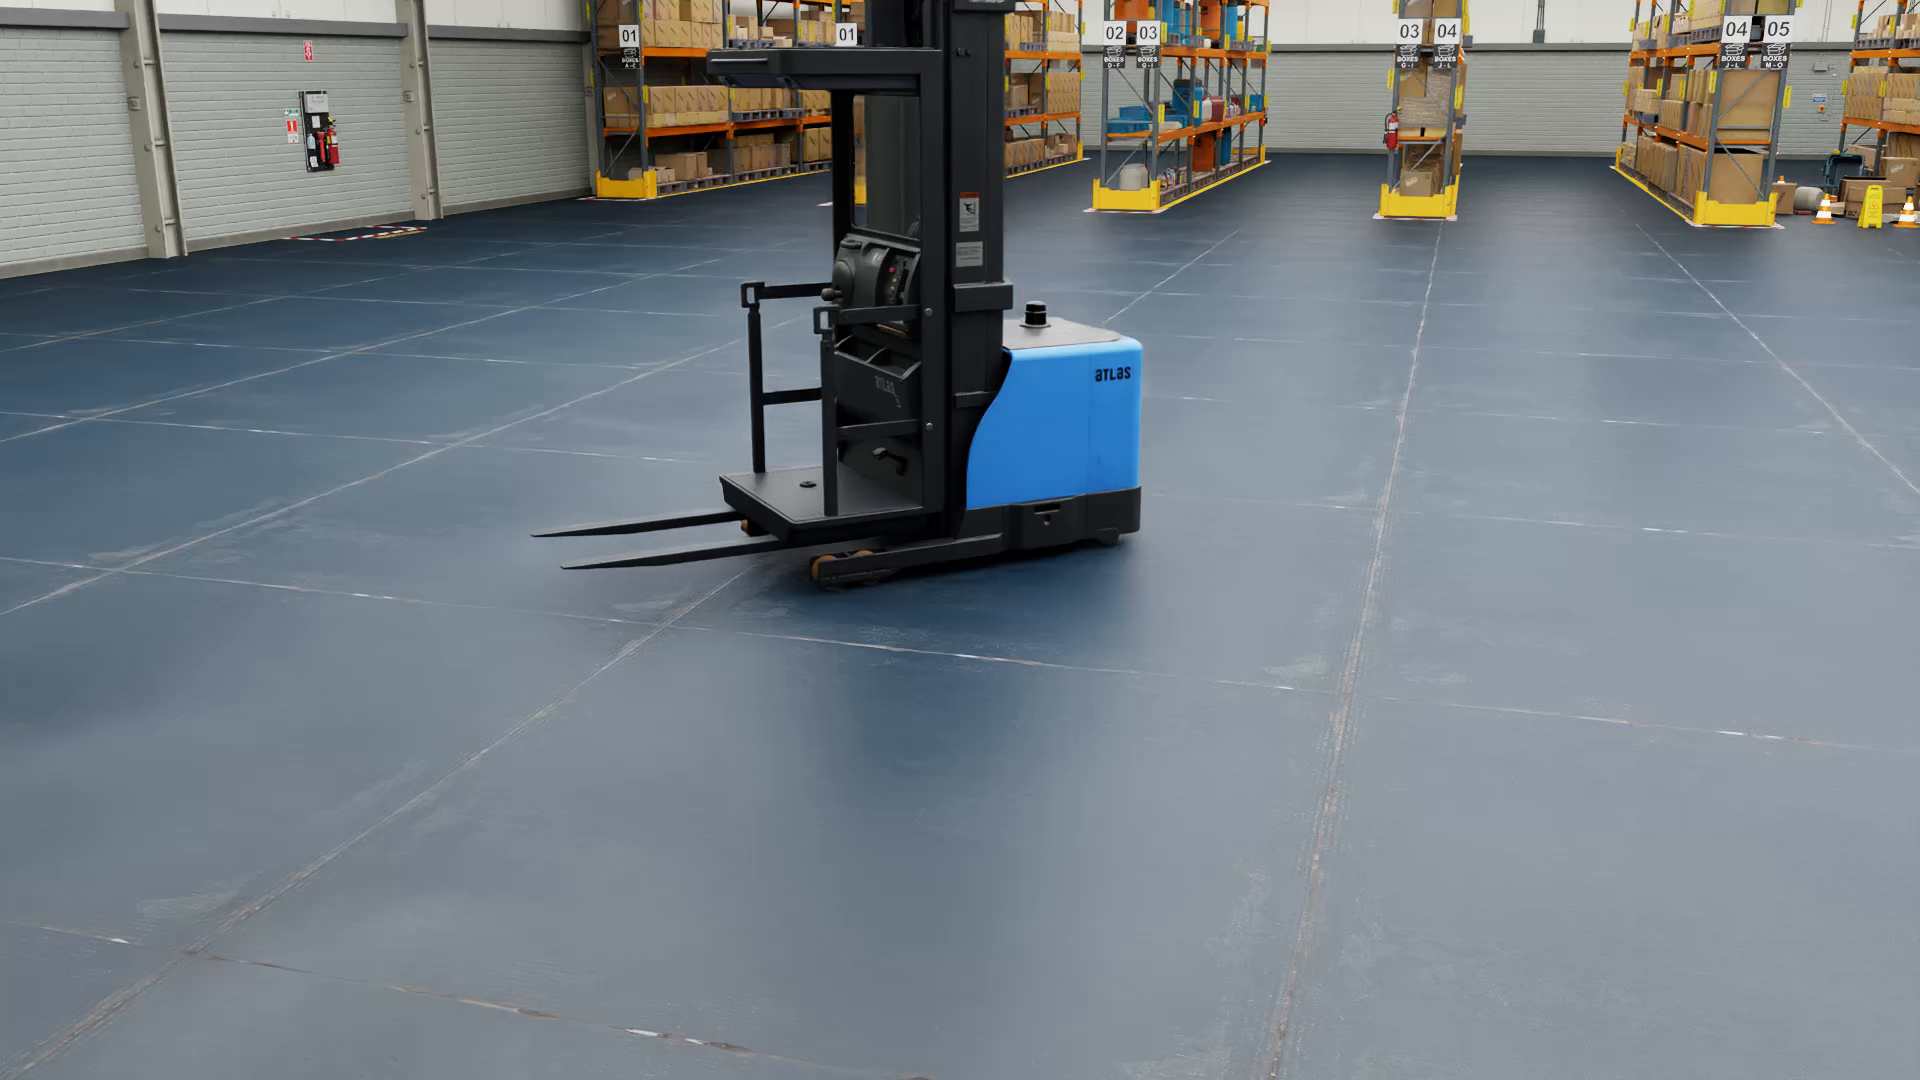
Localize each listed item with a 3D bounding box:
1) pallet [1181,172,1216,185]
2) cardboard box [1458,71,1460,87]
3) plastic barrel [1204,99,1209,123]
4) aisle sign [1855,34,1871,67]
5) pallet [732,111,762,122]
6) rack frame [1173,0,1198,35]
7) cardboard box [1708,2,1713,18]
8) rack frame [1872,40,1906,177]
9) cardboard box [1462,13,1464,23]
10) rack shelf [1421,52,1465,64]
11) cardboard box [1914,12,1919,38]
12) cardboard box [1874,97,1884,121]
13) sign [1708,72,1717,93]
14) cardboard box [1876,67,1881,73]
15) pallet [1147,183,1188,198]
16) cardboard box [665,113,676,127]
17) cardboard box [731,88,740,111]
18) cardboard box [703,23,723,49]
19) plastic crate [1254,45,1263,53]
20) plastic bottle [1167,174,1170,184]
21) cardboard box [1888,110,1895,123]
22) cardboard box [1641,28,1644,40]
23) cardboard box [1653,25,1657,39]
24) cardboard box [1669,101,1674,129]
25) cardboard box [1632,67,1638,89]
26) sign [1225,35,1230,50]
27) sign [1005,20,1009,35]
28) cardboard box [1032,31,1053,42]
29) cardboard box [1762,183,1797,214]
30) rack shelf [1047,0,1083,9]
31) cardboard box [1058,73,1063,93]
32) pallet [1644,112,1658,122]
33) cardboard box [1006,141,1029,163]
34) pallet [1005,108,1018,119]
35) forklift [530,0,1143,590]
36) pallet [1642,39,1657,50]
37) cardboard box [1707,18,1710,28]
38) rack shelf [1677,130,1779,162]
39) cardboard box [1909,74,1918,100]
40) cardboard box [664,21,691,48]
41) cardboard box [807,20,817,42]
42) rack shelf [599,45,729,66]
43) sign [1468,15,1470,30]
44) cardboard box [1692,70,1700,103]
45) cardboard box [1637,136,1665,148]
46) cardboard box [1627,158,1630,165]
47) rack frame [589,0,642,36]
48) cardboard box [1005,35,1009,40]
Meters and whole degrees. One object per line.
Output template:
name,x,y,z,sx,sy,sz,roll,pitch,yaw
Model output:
pallet,5.004,-7.893,36.271,1.003,0.211,1.213,5,16,16
cardboard box,8.725,-8.275,29.948,0.500,0.500,0.500,5,16,16
plastic barrel,5.054,-9.092,35.184,0.421,0.512,0.421,0,16,0
aisle sign,21.527,-11.667,39.701,0.394,0.787,0.004,5,16,16
pallet,-5.018,-9.253,36.305,1.003,0.211,1.213,5,16,16
rack frame,4.124,-11.274,32.087,1.000,3.000,0.127,5,16,16
cardboard box,12.621,-8.722,27.364,0.500,0.250,0.500,5,16,16
rack frame,20.648,-9.328,36.221,1.000,3.000,0.127,5,16,16
cardboard box,8.990,-9.741,30.535,0.500,0.500,0.500,4,16,14
rack shelf,11.715,-11.717,40.464,1.077,0.370,4.000,5,16,16
cardboard box,19.734,-10.459,33.756,0.500,0.500,0.500,5,17,16
cardboard box,20.535,-9.518,36.705,0.500,0.500,0.500,5,17,16
sign,11.947,-7.263,26.383,0.100,0.325,0.005,5,16,16
cardboard box,20.781,-10.536,37.273,0.380,0.149,0.250,4,16,15
pallet,3.893,-6.874,32.678,1.003,0.211,1.213,5,16,16
cardboard box,-5.934,-8.287,32.788,0.500,0.250,0.500,4,16,14
cardboard box,-5.197,-9.547,36.000,0.700,0.500,0.500,5,16,16
cardboard box,-5.282,-10.505,34.652,0.500,0.500,0.500,5,17,17
plastic crate,7.528,-12.588,42.606,0.450,0.188,0.336,5,16,16
plastic bottle,3.927,-6.807,31.524,0.097,0.271,0.097,0,16,0
cardboard box,20.124,-9.026,35.430,0.500,0.250,0.500,4,16,15
cardboard box,16.063,-11.710,38.478,0.500,0.250,0.500,5,17,18
cardboard box,15.422,-11.074,36.272,0.500,0.311,0.500,4,16,15
cardboard box,13.779,-8.063,31.575,0.500,0.500,0.500,5,17,16
cardboard box,16.180,-10.907,39.226,0.500,0.500,0.500,4,16,14
sign,5.790,-10.786,36.056,0.100,0.325,0.005,5,16,16
sign,1.043,-11.504,37.303,0.100,0.325,0.005,5,16,16
cardboard box,2.026,-12.585,41.566,0.500,0.250,0.500,5,16,16
cardboard box,14.143,-5.906,28.730,0.500,0.500,0.500,8,18,25
rack shelf,2.218,-13.928,42.767,1.077,0.370,4.000,5,16,16
cardboard box,2.346,-11.766,42.800,0.500,0.500,0.500,4,16,14
pallet,15.260,-9.068,35.655,1.003,0.211,1.213,5,16,16
cardboard box,1.350,-9.331,40.004,0.500,0.500,0.500,4,16,14
pallet,0.638,-9.910,38.623,1.213,0.211,1.003,5,16,16
forklift,-0.600,-1.333,8.158,3.031,2.935,1.130,-8,18,-26
pallet,15.304,-10.614,35.599,1.213,0.211,1.003,5,16,16
cardboard box,12.594,-8.564,27.537,0.380,0.149,0.250,5,17,16
rack shelf,13.031,-6.724,28.355,1.077,0.370,4.000,5,16,16
cardboard box,19.693,-9.231,33.861,0.500,0.500,0.500,5,16,16
cardboard box,-5.714,-10.094,33.204,0.500,0.500,0.500,6,17,19
cardboard box,-3.885,-12.323,40.293,0.700,0.500,0.500,6,17,19
rack shelf,-5.943,-9.730,33.458,1.077,0.370,4.000,5,16,16
sign,11.670,-11.901,38.268,0.100,0.325,0.005,5,16,16
cardboard box,13.132,-7.807,28.604,0.875,0.550,0.550,5,16,16
cardboard box,15.410,-8.873,37.053,0.500,0.250,0.500,4,16,13
cardboard box,15.952,-8.916,39.222,0.380,0.149,0.250,5,16,16
rack frame,-6.511,-10.996,31.106,1.000,3.000,0.127,5,16,16
cardboard box,0.605,-11.428,37.941,0.910,0.500,0.500,5,16,16
